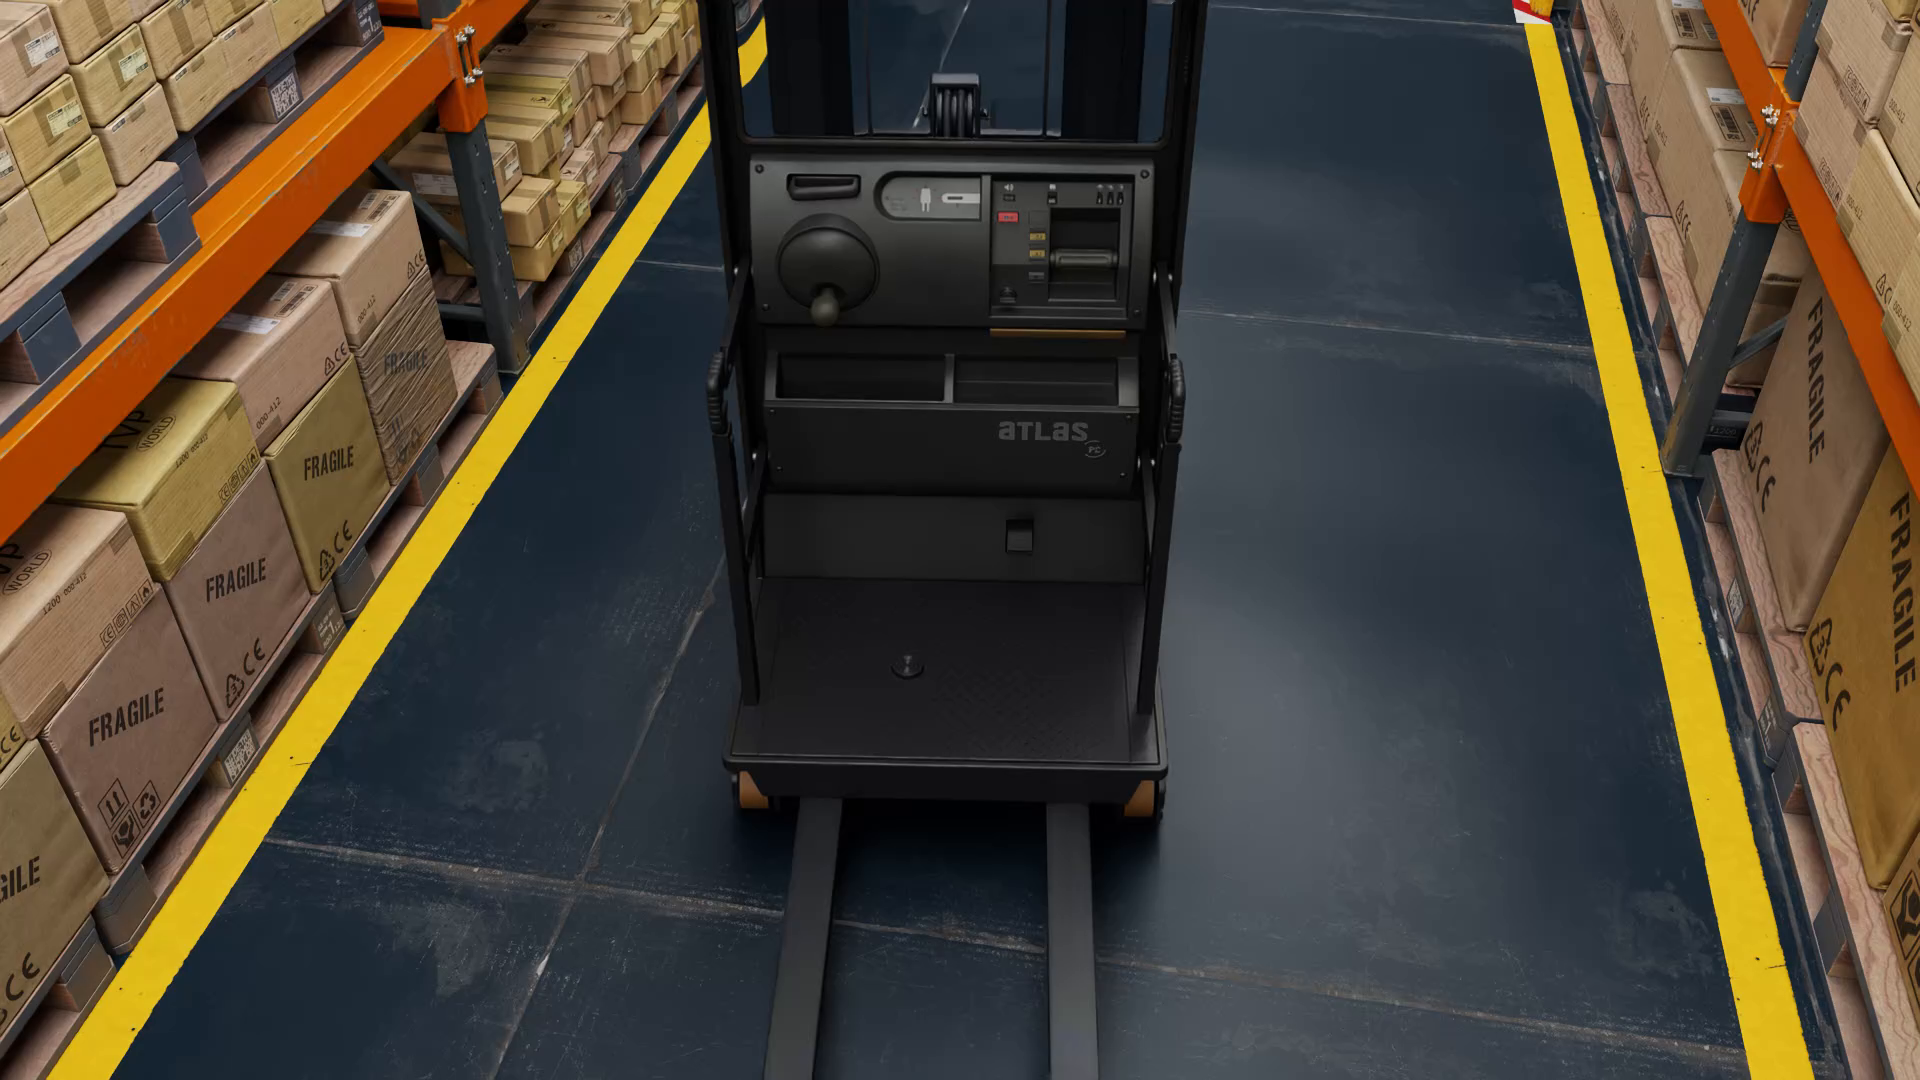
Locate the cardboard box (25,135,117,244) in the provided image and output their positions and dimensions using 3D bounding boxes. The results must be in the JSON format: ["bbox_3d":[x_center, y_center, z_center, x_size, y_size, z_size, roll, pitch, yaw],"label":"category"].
[{"bbox_3d":[-2.157,-0.808,3.741,0.380,0.149,0.250,8,40,10],"label":"cardboard box"}]

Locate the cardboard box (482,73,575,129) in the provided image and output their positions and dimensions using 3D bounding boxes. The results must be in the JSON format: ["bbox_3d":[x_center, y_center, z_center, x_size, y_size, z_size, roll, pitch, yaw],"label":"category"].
[{"bbox_3d":[-1.696,-1.648,6.331,0.380,0.149,0.250,6,40,7],"label":"cardboard box"}]

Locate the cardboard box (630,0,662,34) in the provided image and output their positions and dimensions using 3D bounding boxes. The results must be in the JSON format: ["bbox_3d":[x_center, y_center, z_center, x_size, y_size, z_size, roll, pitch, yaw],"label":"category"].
[{"bbox_3d":[-1.501,-2.296,7.114,0.380,0.149,0.250,7,40,8],"label":"cardboard box"}]

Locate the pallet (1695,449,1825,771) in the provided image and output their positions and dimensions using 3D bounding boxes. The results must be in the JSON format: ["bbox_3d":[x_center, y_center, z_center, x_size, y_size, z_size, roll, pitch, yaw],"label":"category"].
[{"bbox_3d":[2.773,0.217,4.821,1.003,0.211,1.213,6,40,8],"label":"pallet"}]

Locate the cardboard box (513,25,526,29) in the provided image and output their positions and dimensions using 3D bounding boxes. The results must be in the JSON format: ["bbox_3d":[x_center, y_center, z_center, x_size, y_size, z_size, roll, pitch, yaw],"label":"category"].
[{"bbox_3d":[-1.937,-2.221,7.257,0.380,0.149,0.250,8,40,10],"label":"cardboard box"}]

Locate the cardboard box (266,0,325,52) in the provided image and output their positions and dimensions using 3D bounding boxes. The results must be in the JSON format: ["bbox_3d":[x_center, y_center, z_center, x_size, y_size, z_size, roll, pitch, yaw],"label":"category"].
[{"bbox_3d":[-1.979,-1.463,4.533,0.380,0.149,0.250,7,40,8],"label":"cardboard box"}]

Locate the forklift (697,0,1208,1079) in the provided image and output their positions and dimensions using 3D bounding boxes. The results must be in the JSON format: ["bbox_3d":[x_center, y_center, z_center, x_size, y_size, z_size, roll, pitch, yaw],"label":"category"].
[{"bbox_3d":[-0.024,-0.611,3.688,1.130,2.935,3.031,1,40,1],"label":"forklift"}]

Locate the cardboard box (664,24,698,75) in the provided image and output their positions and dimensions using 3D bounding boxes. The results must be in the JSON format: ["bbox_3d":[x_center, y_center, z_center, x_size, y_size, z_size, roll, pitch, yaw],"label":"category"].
[{"bbox_3d":[-1.409,-2.231,7.502,0.380,0.149,0.250,7,40,9],"label":"cardboard box"}]

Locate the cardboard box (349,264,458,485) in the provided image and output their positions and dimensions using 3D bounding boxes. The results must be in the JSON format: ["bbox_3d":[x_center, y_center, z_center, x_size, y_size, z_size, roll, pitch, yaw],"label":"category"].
[{"bbox_3d":[-1.941,-0.538,5.179,0.500,0.500,0.500,6,40,7],"label":"cardboard box"}]

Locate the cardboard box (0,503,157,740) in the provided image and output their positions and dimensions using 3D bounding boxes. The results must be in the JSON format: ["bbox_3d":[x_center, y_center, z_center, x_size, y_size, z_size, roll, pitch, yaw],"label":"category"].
[{"bbox_3d":[-2.209,0.157,3.749,0.500,0.250,0.500,7,40,8],"label":"cardboard box"}]

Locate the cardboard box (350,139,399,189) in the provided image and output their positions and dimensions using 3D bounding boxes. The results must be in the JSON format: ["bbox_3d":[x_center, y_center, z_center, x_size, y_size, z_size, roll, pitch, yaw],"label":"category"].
[{"bbox_3d":[-2.256,-1.377,6.002,0.380,0.149,0.250,7,40,9],"label":"cardboard box"}]

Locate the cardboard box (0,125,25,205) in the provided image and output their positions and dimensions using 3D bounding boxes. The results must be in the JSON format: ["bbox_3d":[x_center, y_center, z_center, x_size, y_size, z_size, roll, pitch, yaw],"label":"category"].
[{"bbox_3d":[-2.207,-0.761,3.450,0.380,0.149,0.250,8,40,9],"label":"cardboard box"}]

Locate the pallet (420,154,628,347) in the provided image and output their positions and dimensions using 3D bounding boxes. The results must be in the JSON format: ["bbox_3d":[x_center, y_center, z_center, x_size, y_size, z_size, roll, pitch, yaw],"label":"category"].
[{"bbox_3d":[-1.979,-1.183,6.515,1.003,0.211,1.213,6,40,8],"label":"pallet"}]

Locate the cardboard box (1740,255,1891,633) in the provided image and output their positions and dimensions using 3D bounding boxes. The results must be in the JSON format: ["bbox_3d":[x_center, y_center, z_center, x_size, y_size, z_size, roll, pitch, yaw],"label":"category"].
[{"bbox_3d":[2.804,-0.295,4.590,0.875,0.875,0.875,8,40,9],"label":"cardboard box"}]

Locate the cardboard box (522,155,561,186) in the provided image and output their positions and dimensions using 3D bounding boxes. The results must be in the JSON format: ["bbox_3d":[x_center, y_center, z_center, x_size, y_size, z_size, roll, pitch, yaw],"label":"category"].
[{"bbox_3d":[-1.727,-1.371,6.228,0.380,0.149,0.250,7,40,8],"label":"cardboard box"}]

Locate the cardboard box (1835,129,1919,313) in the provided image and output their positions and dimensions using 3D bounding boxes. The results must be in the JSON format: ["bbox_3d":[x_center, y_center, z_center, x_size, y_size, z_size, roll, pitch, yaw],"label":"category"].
[{"bbox_3d":[2.408,-0.720,3.885,0.500,0.250,0.500,5,40,7],"label":"cardboard box"}]

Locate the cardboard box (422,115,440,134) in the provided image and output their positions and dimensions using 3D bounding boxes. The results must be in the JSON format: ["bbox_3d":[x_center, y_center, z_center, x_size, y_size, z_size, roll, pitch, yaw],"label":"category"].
[{"bbox_3d":[-2.256,-1.584,6.486,0.380,0.149,0.250,5,40,6],"label":"cardboard box"}]

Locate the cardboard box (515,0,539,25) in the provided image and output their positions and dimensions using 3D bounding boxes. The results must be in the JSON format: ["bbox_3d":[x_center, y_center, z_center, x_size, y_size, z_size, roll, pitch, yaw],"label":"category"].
[{"bbox_3d":[-1.951,-2.347,7.176,0.380,0.149,0.250,6,40,8],"label":"cardboard box"}]

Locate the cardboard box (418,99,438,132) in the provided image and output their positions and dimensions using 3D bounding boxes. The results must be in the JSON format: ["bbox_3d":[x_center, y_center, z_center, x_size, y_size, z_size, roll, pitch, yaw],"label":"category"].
[{"bbox_3d":[-2.214,-1.698,6.391,0.380,0.149,0.250,6,40,7],"label":"cardboard box"}]

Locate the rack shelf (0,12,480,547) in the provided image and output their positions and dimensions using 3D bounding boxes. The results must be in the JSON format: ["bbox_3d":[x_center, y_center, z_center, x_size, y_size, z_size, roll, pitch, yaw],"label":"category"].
[{"bbox_3d":[-2.407,-0.300,3.823,1.077,0.370,4.000,6,40,8],"label":"rack shelf"}]

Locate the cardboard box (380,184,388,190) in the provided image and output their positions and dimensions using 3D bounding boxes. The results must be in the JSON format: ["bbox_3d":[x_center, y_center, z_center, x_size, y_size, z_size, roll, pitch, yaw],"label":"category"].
[{"bbox_3d":[-2.319,-1.243,6.073,0.380,0.149,0.250,7,40,9],"label":"cardboard box"}]

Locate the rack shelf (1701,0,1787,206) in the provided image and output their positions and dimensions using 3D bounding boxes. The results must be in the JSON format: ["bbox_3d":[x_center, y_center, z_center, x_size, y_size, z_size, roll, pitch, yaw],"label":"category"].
[{"bbox_3d":[3.178,-2.328,6.276,1.077,0.370,4.000,6,40,8],"label":"rack shelf"}]

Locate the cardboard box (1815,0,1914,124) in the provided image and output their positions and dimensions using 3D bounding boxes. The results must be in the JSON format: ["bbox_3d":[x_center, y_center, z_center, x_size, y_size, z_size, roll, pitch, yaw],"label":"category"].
[{"bbox_3d":[2.478,-1.240,4.121,0.500,0.250,0.500,5,40,6],"label":"cardboard box"}]

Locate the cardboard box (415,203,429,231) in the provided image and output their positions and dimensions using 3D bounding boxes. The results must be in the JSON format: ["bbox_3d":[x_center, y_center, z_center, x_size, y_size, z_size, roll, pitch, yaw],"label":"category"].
[{"bbox_3d":[-2.201,-1.333,6.416,0.380,0.149,0.250,7,40,9],"label":"cardboard box"}]

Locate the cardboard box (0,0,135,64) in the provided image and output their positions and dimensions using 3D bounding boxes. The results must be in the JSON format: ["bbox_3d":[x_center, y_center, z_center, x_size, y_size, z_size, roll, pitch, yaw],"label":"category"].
[{"bbox_3d":[-2.121,-1.204,3.753,0.380,0.149,0.250,5,40,6],"label":"cardboard box"}]

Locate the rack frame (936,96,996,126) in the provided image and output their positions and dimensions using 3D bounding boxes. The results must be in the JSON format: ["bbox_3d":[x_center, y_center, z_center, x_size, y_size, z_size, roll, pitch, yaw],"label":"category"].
[{"bbox_3d":[0.015,-1.011,5.649,0.200,1.050,0.008,1,40,1],"label":"rack frame"}]

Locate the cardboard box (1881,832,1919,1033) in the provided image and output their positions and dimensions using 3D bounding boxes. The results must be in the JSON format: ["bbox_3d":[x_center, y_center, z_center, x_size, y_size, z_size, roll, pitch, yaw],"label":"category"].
[{"bbox_3d":[2.500,0.834,3.225,0.875,0.875,0.875,7,40,8],"label":"cardboard box"}]

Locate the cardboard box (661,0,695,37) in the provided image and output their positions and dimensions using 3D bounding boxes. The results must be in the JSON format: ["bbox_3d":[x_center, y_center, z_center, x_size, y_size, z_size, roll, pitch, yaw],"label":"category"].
[{"bbox_3d":[-1.407,-2.346,7.408,0.380,0.149,0.250,8,40,10],"label":"cardboard box"}]

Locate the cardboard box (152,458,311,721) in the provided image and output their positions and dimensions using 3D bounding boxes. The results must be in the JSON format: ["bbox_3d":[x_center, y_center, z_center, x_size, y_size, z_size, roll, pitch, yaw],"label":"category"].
[{"bbox_3d":[-2.123,0.105,4.401,0.500,0.500,0.500,6,40,7],"label":"cardboard box"}]

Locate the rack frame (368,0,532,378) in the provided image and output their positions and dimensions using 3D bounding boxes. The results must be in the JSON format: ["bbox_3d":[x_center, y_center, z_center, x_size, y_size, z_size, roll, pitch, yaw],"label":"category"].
[{"bbox_3d":[-2.061,-1.832,5.112,1.000,3.000,0.127,6,40,8],"label":"rack frame"}]

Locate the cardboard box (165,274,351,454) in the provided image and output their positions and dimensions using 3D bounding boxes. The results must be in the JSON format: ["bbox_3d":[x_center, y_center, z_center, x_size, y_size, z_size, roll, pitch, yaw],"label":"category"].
[{"bbox_3d":[-2.043,-0.503,4.548,0.500,0.250,0.500,8,40,10],"label":"cardboard box"}]

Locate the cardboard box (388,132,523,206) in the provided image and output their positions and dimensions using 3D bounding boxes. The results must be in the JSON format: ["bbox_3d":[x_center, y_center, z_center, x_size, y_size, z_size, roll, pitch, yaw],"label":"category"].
[{"bbox_3d":[-1.797,-1.318,5.931,0.380,0.149,0.250,8,40,9],"label":"cardboard box"}]

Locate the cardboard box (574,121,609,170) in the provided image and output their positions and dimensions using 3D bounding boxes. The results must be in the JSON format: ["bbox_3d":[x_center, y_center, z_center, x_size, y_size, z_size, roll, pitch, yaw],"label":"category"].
[{"bbox_3d":[-1.649,-1.582,6.717,0.380,0.149,0.250,6,40,7],"label":"cardboard box"}]

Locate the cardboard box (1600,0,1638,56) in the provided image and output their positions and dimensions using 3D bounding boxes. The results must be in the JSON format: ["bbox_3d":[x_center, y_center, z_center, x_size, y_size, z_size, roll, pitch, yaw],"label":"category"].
[{"bbox_3d":[3.509,-2.609,7.733,0.875,0.438,0.875,5,40,6],"label":"cardboard box"}]

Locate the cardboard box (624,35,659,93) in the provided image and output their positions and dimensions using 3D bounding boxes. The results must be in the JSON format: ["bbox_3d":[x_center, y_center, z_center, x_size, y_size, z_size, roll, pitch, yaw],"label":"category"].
[{"bbox_3d":[-1.494,-2.018,7.011,0.380,0.149,0.250,6,40,7],"label":"cardboard box"}]

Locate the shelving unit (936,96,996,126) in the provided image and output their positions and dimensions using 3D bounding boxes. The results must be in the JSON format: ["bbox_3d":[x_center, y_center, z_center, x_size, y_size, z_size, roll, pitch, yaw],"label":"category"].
[{"bbox_3d":[0.011,-0.934,5.555,0.215,1.050,0.252,1,40,1],"label":"shelving unit"}]

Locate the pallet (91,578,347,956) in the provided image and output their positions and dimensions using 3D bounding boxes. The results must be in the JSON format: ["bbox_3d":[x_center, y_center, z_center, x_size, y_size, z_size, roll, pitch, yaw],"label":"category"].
[{"bbox_3d":[-2.403,0.499,4.481,1.003,0.211,1.213,6,40,8],"label":"pallet"}]

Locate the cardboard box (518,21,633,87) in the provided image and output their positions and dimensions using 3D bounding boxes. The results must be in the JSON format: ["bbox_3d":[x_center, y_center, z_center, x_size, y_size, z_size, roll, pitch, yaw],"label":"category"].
[{"bbox_3d":[-1.549,-1.965,6.714,0.380,0.149,0.250,7,40,9],"label":"cardboard box"}]

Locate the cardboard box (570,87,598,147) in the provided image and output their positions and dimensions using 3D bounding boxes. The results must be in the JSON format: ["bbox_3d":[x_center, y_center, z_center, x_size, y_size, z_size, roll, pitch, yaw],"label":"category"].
[{"bbox_3d":[-1.671,-1.697,6.623,0.380,0.149,0.250,4,40,5],"label":"cardboard box"}]

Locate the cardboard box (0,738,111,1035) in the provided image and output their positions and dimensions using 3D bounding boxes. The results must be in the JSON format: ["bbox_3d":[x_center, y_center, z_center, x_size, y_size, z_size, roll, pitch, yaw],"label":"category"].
[{"bbox_3d":[-2.296,0.748,3.623,0.500,0.500,0.500,7,40,8],"label":"cardboard box"}]

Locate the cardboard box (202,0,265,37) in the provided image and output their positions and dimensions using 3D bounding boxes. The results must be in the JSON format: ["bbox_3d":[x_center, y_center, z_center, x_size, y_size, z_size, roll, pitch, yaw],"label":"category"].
[{"bbox_3d":[-2.025,-1.420,4.247,0.380,0.149,0.250,8,40,10],"label":"cardboard box"}]

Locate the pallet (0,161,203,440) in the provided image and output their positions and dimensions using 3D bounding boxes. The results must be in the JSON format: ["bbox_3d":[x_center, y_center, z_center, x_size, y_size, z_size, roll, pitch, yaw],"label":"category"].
[{"bbox_3d":[-2.451,-0.495,3.645,1.003,0.211,1.213,6,40,8],"label":"pallet"}]

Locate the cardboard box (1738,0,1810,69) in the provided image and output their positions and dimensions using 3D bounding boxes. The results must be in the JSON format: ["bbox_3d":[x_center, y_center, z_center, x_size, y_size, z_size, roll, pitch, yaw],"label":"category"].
[{"bbox_3d":[2.661,-1.708,4.883,0.500,0.500,0.500,7,40,8],"label":"cardboard box"}]

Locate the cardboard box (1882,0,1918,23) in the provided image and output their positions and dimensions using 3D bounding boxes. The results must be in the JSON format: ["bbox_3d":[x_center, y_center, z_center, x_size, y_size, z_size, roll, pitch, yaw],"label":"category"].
[{"bbox_3d":[2.473,-1.529,3.882,0.500,0.500,0.500,7,40,8],"label":"cardboard box"}]

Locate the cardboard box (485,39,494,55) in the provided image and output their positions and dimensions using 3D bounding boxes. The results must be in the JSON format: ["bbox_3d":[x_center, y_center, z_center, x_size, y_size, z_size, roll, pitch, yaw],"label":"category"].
[{"bbox_3d":[-2.137,-2.033,6.795,0.380,0.149,0.250,5,40,6],"label":"cardboard box"}]

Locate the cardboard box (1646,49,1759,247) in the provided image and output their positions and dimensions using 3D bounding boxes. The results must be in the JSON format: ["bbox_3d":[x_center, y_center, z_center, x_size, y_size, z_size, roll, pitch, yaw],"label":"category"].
[{"bbox_3d":[3.201,-1.468,6.353,0.875,0.438,0.875,5,40,6],"label":"cardboard box"}]

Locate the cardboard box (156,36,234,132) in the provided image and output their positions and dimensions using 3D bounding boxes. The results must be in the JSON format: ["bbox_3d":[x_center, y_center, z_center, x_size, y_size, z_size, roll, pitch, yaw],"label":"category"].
[{"bbox_3d":[-2.068,-1.150,4.154,0.380,0.149,0.250,4,40,5],"label":"cardboard box"}]

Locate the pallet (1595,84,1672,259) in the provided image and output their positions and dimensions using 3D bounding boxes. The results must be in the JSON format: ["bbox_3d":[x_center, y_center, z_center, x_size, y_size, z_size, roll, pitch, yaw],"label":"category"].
[{"bbox_3d":[3.250,-1.512,6.913,1.003,0.211,1.213,6,40,8],"label":"pallet"}]

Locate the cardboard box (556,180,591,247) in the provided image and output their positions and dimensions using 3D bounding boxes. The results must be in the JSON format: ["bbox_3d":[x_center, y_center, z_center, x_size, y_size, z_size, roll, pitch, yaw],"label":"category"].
[{"bbox_3d":[-1.635,-1.255,6.322,0.380,0.149,0.250,8,40,9],"label":"cardboard box"}]

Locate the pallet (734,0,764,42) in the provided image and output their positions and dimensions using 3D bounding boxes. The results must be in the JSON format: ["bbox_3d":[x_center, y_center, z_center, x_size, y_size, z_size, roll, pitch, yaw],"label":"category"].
[{"bbox_3d":[-1.557,-2.714,8.367,1.003,0.211,1.213,6,40,8],"label":"pallet"}]

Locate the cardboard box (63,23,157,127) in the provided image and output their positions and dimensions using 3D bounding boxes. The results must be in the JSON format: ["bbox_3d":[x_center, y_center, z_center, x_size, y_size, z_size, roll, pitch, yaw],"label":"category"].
[{"bbox_3d":[-2.115,-1.084,3.842,0.380,0.149,0.250,4,40,5],"label":"cardboard box"}]

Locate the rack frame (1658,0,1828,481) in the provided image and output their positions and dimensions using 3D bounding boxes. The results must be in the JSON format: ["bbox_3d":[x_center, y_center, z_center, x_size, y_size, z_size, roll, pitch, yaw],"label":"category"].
[{"bbox_3d":[2.832,-1.350,4.529,1.000,3.000,0.127,6,40,8],"label":"rack frame"}]

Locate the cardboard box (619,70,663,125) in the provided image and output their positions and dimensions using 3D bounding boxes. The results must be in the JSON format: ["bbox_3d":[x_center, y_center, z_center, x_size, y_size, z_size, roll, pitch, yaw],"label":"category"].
[{"bbox_3d":[-1.497,-1.907,7.110,0.380,0.149,0.250,5,40,6],"label":"cardboard box"}]
